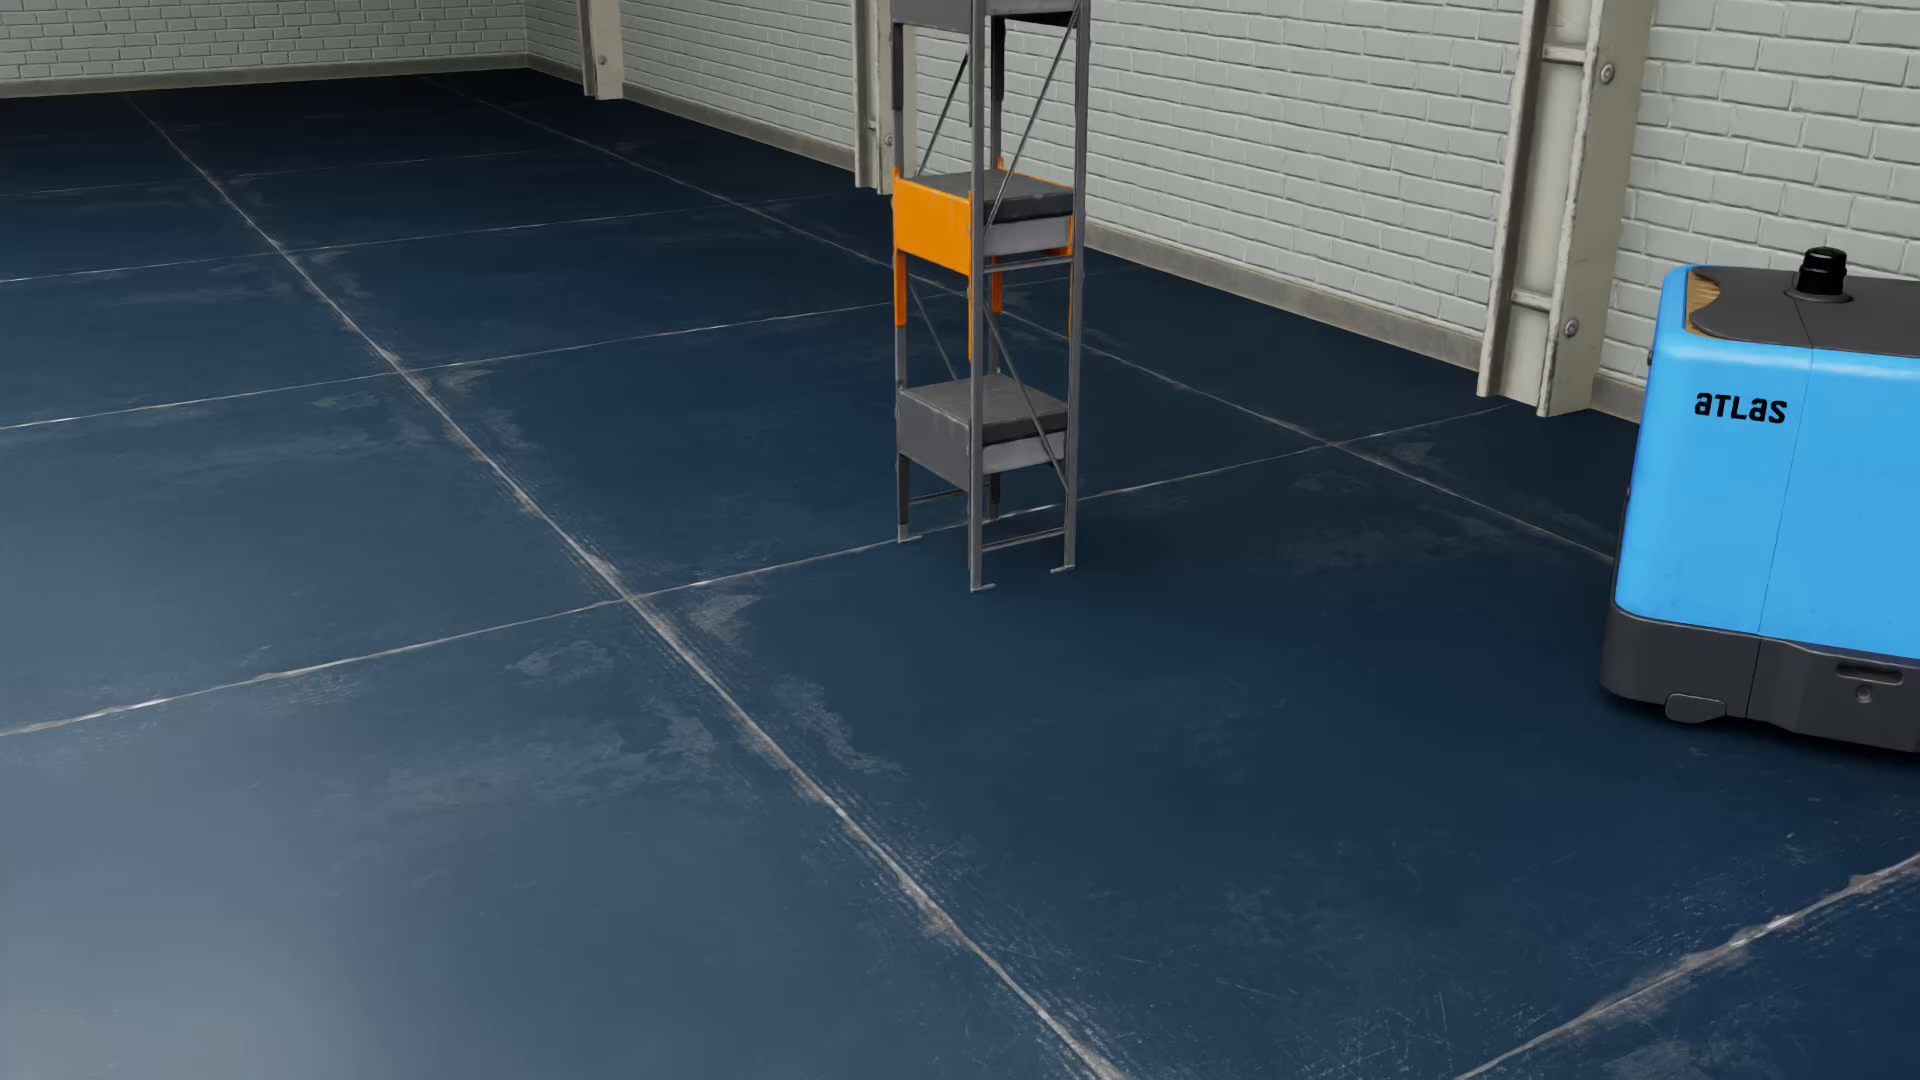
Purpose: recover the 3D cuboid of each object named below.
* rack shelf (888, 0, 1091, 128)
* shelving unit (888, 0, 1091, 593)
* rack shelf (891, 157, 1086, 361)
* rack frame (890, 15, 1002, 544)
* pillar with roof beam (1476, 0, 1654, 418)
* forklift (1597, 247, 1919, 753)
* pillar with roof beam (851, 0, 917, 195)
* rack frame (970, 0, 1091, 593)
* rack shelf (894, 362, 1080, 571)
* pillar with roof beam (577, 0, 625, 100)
[{"bbox_3d":[0.085,-1.555,5.026,0.431,0.518,0.480,-13,25,-28],"label":"rack shelf"},{"bbox_3d":[0.085,-0.919,5.284,0.431,2.100,0.503,-13,25,-28],"label":"shelving unit"},{"bbox_3d":[0.085,-0.906,5.289,0.431,0.518,0.480,-13,25,-28],"label":"rack shelf"},{"bbox_3d":[-0.040,-0.998,5.479,0.400,2.100,0.015,-13,25,-28],"label":"rack frame"},{"bbox_3d":[-1.172,-3.956,3.594,9.100,9.000,0.400,-13,25,-28],"label":"pillar with roof beam"},{"bbox_3d":[3.349,-0.830,3.961,3.031,2.935,1.130,9,24,21],"label":"forklift"},{"bbox_3d":[-4.237,-5.898,8.372,9.100,9.000,0.400,-13,25,-28],"label":"pillar with roof beam"},{"bbox_3d":[0.209,-0.840,5.090,0.400,2.100,0.015,-13,25,-28],"label":"rack frame"},{"bbox_3d":[0.085,-0.258,5.553,0.431,0.518,0.480,-13,25,-28],"label":"rack shelf"},{"bbox_3d":[-7.302,-7.841,13.151,9.100,9.000,0.400,-13,25,-28],"label":"pillar with roof beam"}]
